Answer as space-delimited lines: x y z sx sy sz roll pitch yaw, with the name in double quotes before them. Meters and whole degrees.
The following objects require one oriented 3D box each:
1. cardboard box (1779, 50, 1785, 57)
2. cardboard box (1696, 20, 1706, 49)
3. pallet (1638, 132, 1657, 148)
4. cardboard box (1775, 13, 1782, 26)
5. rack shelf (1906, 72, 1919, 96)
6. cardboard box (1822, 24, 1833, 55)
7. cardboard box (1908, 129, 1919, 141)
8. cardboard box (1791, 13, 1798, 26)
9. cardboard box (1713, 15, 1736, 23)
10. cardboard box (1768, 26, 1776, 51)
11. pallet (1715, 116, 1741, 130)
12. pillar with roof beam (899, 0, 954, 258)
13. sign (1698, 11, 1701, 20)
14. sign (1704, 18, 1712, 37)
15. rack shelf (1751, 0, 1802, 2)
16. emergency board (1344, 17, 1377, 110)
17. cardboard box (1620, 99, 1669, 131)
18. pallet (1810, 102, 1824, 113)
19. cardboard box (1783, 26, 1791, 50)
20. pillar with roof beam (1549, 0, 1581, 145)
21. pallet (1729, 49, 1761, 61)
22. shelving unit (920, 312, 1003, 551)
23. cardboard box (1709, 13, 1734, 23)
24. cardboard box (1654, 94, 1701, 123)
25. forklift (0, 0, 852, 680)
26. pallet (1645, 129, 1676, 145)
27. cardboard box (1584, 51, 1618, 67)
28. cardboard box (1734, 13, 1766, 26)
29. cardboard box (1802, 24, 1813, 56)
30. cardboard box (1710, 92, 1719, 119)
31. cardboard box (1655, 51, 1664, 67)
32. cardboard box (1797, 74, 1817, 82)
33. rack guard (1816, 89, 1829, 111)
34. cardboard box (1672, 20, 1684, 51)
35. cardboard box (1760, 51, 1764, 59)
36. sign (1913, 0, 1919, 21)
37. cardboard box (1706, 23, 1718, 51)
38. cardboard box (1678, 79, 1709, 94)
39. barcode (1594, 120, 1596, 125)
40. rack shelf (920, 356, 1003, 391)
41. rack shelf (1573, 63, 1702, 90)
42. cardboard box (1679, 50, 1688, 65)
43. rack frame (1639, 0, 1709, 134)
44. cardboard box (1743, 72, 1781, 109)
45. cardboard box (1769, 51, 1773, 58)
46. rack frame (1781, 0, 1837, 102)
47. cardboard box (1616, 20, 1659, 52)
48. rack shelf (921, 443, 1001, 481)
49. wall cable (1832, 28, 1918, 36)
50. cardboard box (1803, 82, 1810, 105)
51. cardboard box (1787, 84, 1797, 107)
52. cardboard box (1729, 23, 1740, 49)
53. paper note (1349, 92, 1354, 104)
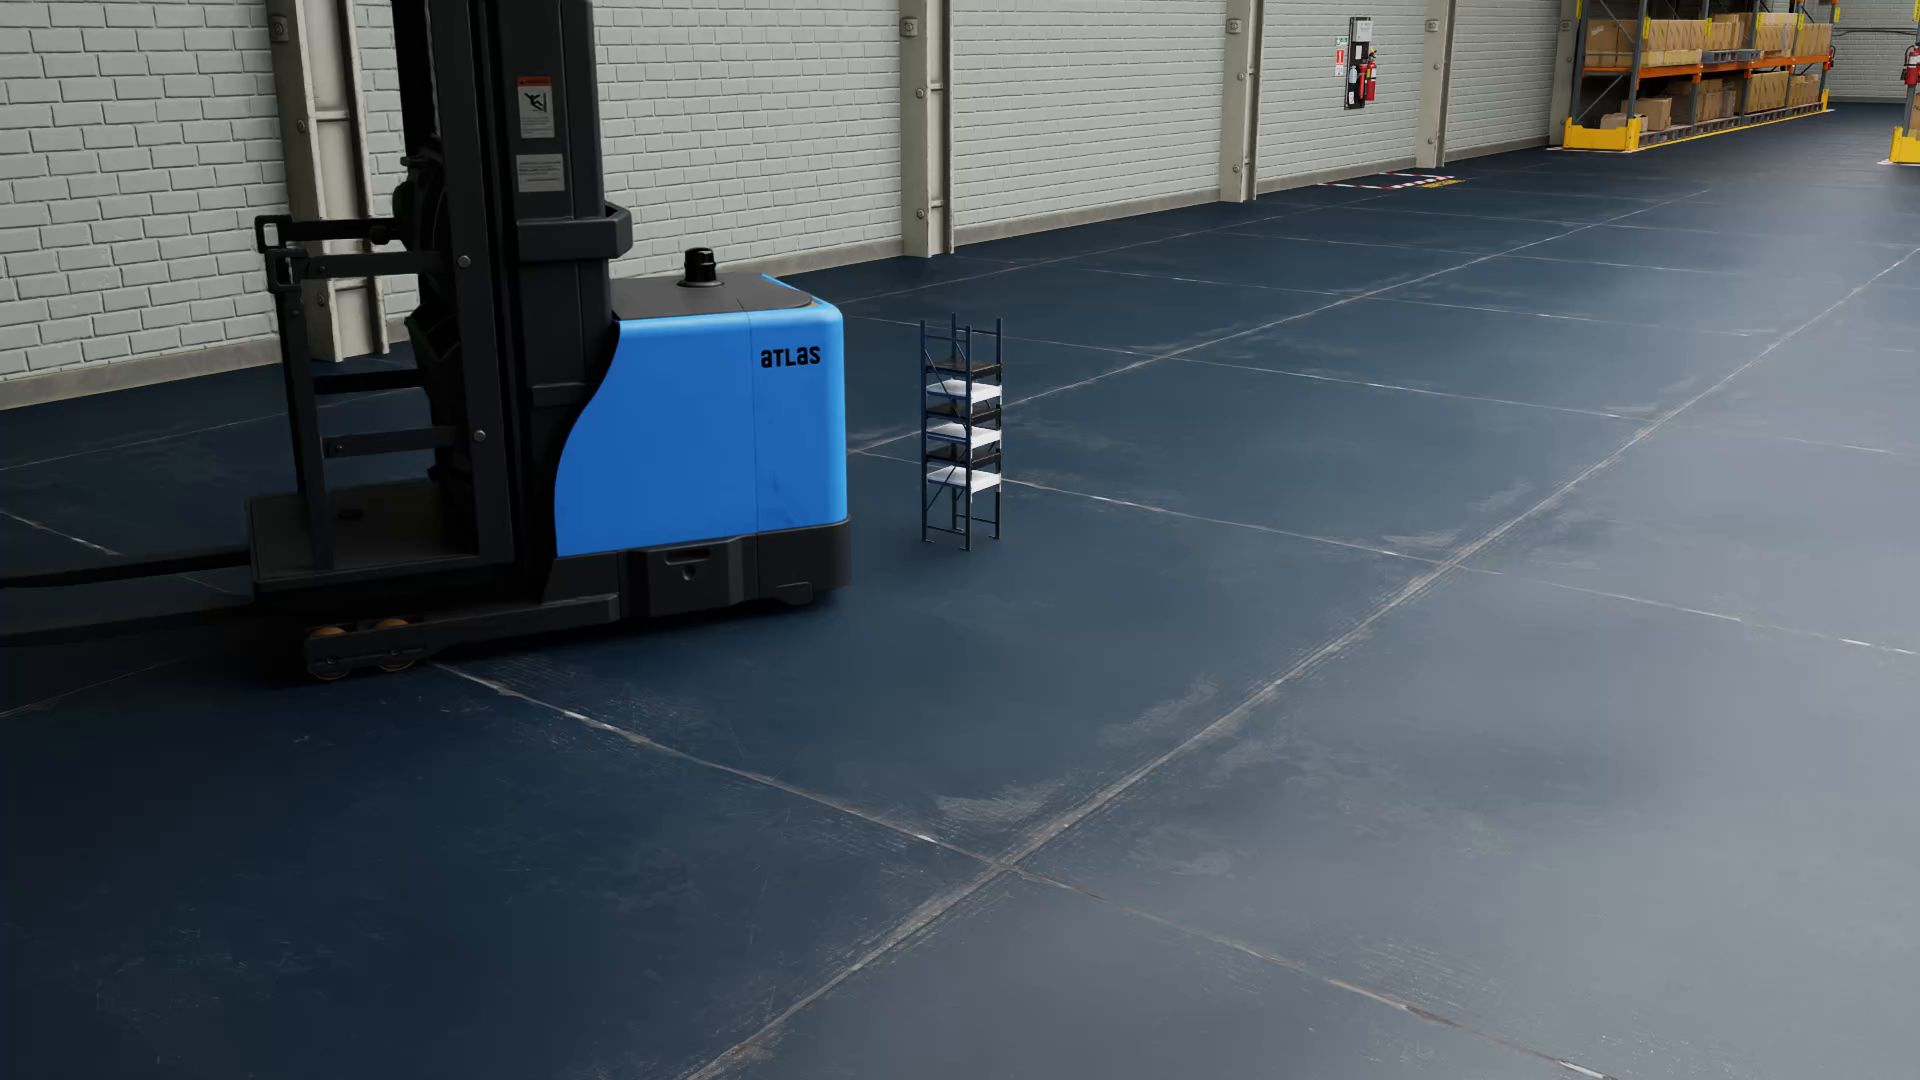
"cardboard box" 17.454 -10.428 35.657 0.380 0.149 0.250 12 21 35
"cardboard box" 13.060 -9.084 29.893 0.500 0.500 0.500 12 21 35
"pallet" 11.268 -6.876 28.530 1.003 0.211 1.213 12 21 35
"cardboard box" 16.868 -10.899 34.813 0.500 0.250 0.500 12 21 34
"rack shelf" 15.882 -7.261 26.280 1.077 0.370 4.000 12 21 35
"cardboard box" 19.948 -11.833 39.285 0.980 0.700 0.700 14 22 37
"cardboard box" 14.773 -6.195 25.564 0.500 0.250 0.500 12 21 35
"cardboard box" 17.787 -11.262 35.982 0.500 0.250 0.500 13 22 36
"cardboard box" 15.115 -10.309 32.878 0.380 0.149 0.250 9 19 26
"cardboard box" 16.588 -10.419 34.532 0.500 0.500 0.500 12 21 34
"pallet" 15.010 -8.390 33.406 1.003 0.211 1.213 12 21 35
"pillar with roof beam" 3.165 -6.139 11.339 9.100 9.000 0.400 12 21 35
"sign" 15.029 -10.558 33.733 0.100 0.325 0.005 12 21 35
"sign" 13.534 -9.274 30.092 0.100 0.325 0.005 12 21 35
"rack shelf" 16.668 -11.473 34.787 1.077 0.370 4.000 12 21 35
"emergency board" 5.354 -6.311 22.009 0.194 1.169 0.643 12 21 35
"cardboard box" 12.012 -7.469 29.212 0.700 0.500 0.500 11 20 31
"pallet" 19.830 -10.277 39.483 1.003 0.211 1.213 12 21 35
"cardboard box" 17.491 -10.782 35.703 0.500 0.500 0.500 13 21 35
"pillar with roof beam" 13.890 -10.426 25.145 9.100 9.000 0.400 12 21 35
"pallet" 15.138 -9.628 33.012 1.213 0.211 1.003 12 21 35
"shelving unit" 0.005 -0.432 6.617 0.258 0.900 0.210 12 21 35
"cardboard box" 15.539 -10.619 33.913 0.500 0.250 0.500 13 22 36
"cardboard box" 13.519 -8.150 31.403 0.700 0.500 0.500 13 22 37
"forklift" -1.954 -1.130 5.441 3.031 2.935 1.130 -7 19 -23
"pallet" 11.995 -7.165 29.462 1.003 0.211 1.213 12 21 35
"cardboard box" 10.833 -8.086 27.943 0.500 0.250 0.500 13 21 35
"cardboard box" 15.972 -10.535 33.641 0.500 0.250 0.500 13 22 36
"cardboard box" 18.636 -11.303 37.578 0.980 0.700 0.700 12 21 33
"cardboard box" 14.416 -8.518 32.588 0.700 0.500 0.500 12 21 34
"cardboard box" 11.554 -8.127 28.074 0.500 0.250 0.500 12 21 33
"cardboard box" 19.825 -10.822 38.947 0.380 0.149 0.250 13 22 36
"rack guard" 20.258 -10.625 40.116 1.175 0.500 0.348 12 21 35
"cardboard box" 12.149 -8.722 28.727 0.500 0.500 0.500 13 22 36
"cardboard box" 16.242 -9.942 34.090 0.380 0.149 0.250 13 22 36
"sign" 14.263 -7.893 24.752 0.100 0.325 0.005 12 21 35
"cardboard box" 13.763 -9.460 31.238 0.700 0.500 0.500 15 23 40
"cardboard box" 14.085 -8.738 32.032 0.500 0.250 0.500 12 21 33
"barcode" 10.884 -7.157 28.508 0.001 0.075 0.075 12 21 35
"rack shelf" 0.005 -0.658 6.546 0.258 0.077 0.200 12 21 35
"rack shelf" 11.902 -8.135 29.096 1.077 0.370 4.000 12 21 35
"cardboard box" 12.464 -8.487 29.235 0.500 0.250 0.500 12 21 34
"rack frame" 13.093 -8.955 30.523 1.000 3.000 0.127 12 21 35
"cardboard box" 17.050 -9.644 35.659 0.750 0.750 0.750 13 22 36
"cardboard box" 16.926 -10.263 35.126 0.380 0.149 0.250 13 22 36
"rack frame" 20.243 -11.813 39.727 1.000 3.000 0.127 12 21 35
"cardboard box" 11.236 -8.359 27.558 0.500 0.500 0.500 12 21 35
"rack shelf" 0.005 -0.314 6.653 0.258 0.077 0.200 12 21 35
"wall cable" 23.900 -14.479 43.432 3.097 2.526 0.112 12 21 35
"cardboard box" 19.309 -10.397 38.671 0.700 0.500 0.500 12 21 33
"cardboard box" 18.388 -10.027 37.483 0.700 0.500 0.500 13 21 35
"cardboard box" 14.894 -9.914 32.701 0.700 0.500 0.500 10 20 30
"paper note" 5.193 -5.860 22.043 0.016 0.148 0.142 12 21 35
